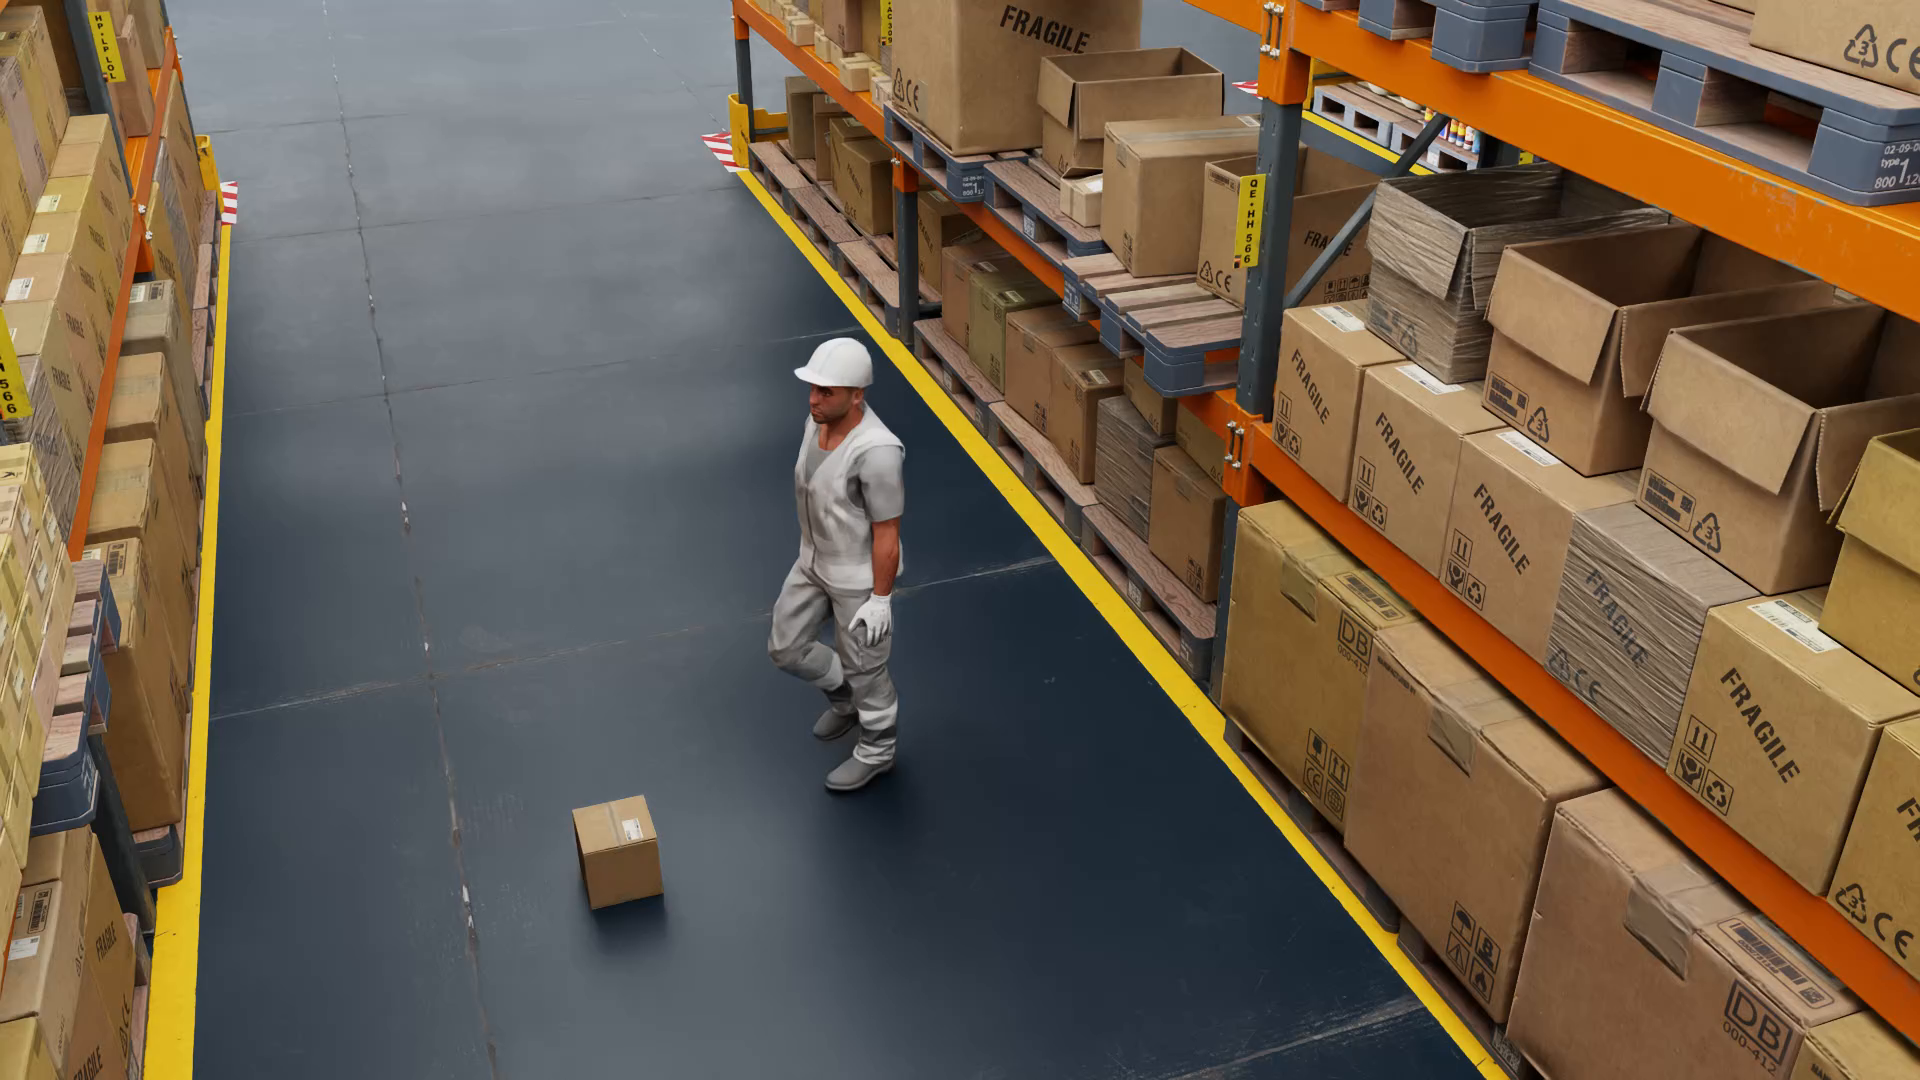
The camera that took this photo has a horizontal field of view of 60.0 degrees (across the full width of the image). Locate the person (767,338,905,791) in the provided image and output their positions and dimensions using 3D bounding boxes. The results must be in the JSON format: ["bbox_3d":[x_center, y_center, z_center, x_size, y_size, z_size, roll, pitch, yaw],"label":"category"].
[{"bbox_3d":[-0.415,0.120,5.869,0.450,1.788,0.570,-20,35,-31],"label":"person"}]
